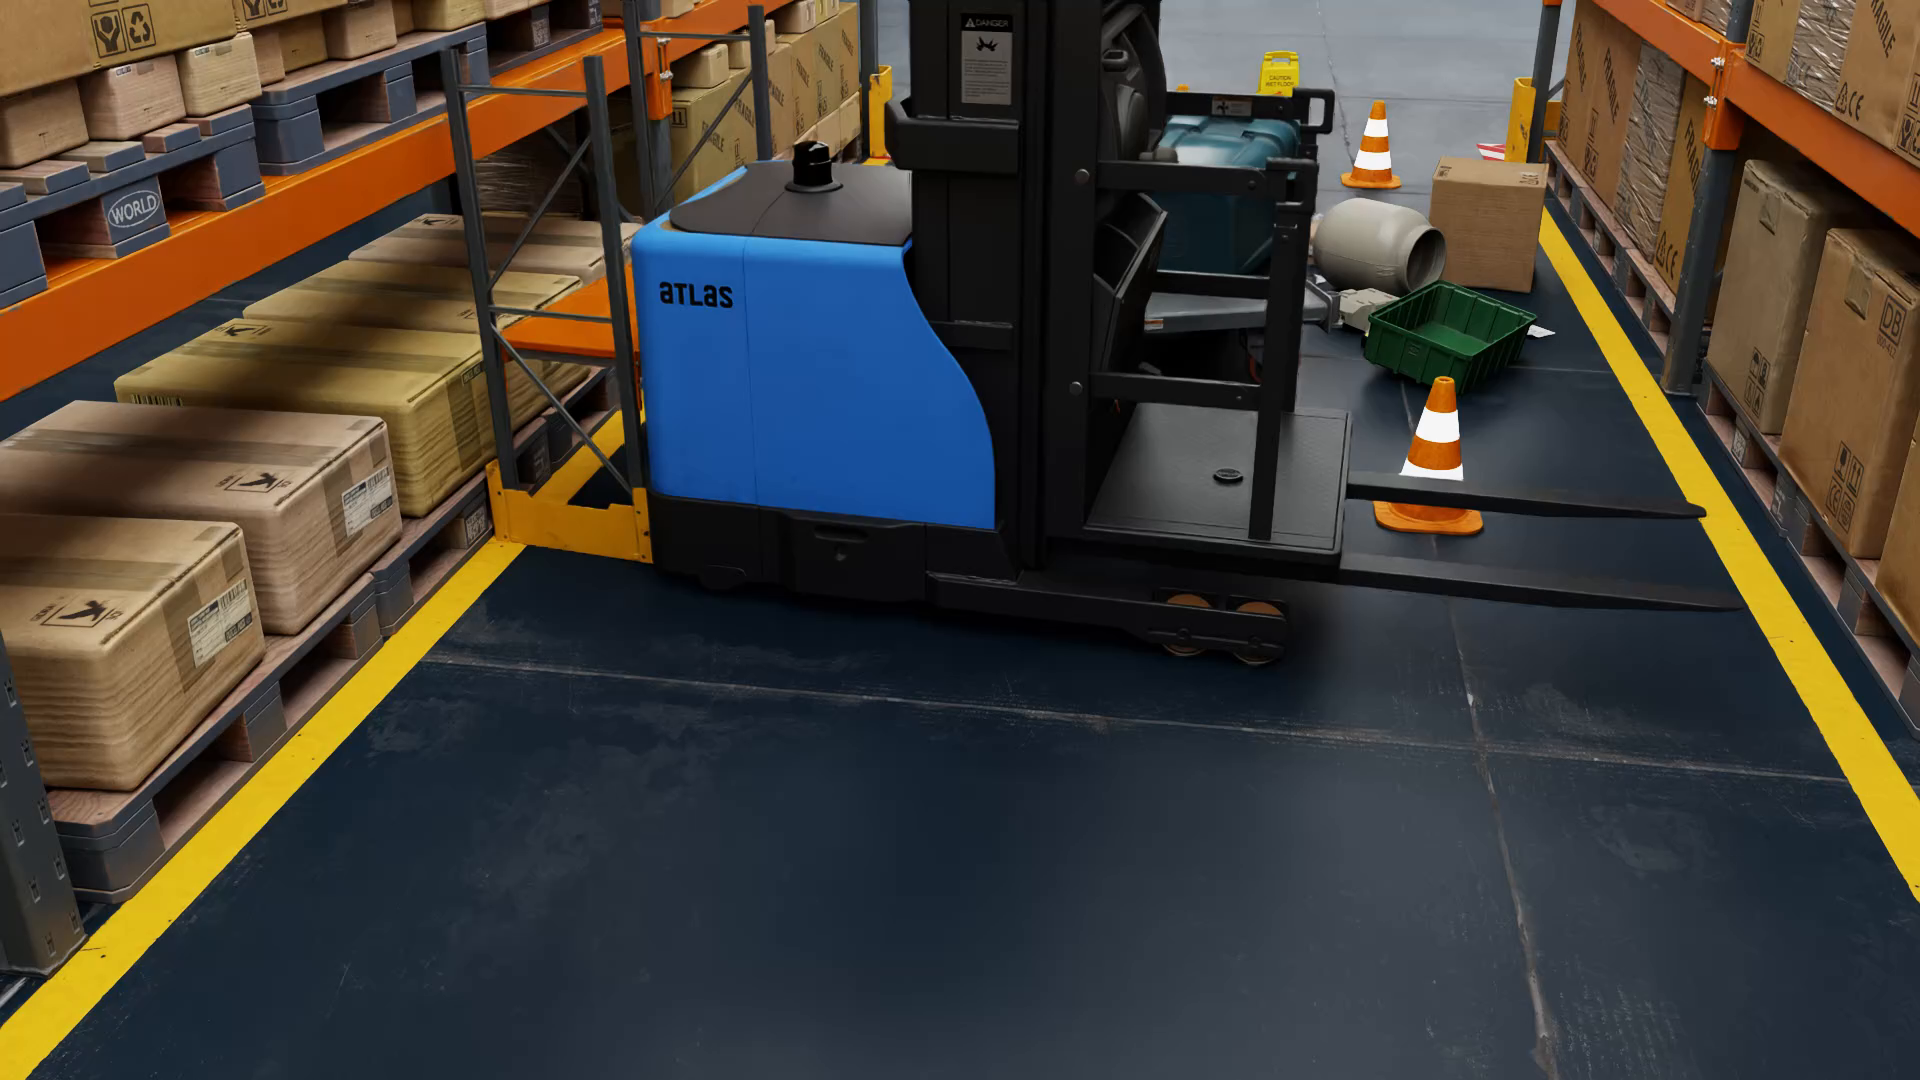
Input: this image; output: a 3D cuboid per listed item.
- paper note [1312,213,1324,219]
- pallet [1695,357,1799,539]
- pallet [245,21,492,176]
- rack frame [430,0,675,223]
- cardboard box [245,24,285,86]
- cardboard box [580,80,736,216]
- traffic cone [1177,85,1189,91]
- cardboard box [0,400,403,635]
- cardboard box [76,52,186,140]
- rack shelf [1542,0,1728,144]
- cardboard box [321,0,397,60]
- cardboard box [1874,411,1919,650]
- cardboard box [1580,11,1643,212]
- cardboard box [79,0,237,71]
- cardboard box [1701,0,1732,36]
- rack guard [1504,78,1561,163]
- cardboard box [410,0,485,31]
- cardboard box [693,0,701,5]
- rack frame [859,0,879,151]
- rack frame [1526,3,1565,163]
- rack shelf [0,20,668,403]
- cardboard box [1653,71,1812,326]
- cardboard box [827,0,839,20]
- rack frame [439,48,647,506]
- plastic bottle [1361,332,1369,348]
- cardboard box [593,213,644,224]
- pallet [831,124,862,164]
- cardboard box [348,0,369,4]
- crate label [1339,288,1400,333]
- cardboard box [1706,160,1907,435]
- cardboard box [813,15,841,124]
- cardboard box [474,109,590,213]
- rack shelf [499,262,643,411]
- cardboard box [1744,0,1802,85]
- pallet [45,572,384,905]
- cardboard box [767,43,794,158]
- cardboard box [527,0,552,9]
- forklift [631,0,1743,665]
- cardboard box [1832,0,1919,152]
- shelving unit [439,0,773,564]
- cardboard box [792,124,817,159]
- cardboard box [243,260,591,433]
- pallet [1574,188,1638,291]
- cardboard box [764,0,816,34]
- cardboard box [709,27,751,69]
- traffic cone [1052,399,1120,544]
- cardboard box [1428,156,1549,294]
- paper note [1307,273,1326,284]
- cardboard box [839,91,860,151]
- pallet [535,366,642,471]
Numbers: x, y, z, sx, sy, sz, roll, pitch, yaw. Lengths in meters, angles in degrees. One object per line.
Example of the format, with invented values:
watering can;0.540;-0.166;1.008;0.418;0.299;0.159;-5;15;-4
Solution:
paper note;1.964;-1.711;8.871;0.144;0.017;0.142;13;28;26
pallet;3.183;-0.313;5.671;1.003;0.211;1.213;4;25;9
pallet;-2.036;-1.276;4.664;1.003;0.211;1.213;4;25;9
rack frame;-1.665;-2.205;6.422;1.000;3.000;0.127;4;25;9
cardboard box;-1.885;-1.178;4.030;0.380;0.149;0.250;6;26;12
cardboard box;-1.302;-1.718;7.245;0.500;0.500;0.500;5;26;11
traffic cone;1.342;-2.525;10.099;0.336;0.463;0.334;4;25;9
cardboard box;-2.104;-0.077;4.480;0.950;0.372;0.625;4;25;8
cardboard box;-1.913;-0.959;3.561;0.380;0.149;0.250;2;25;5
rack shelf;3.562;-2.415;7.720;1.077;0.370;4.000;4;25;9
cardboard box;-1.770;-1.404;4.512;0.380;0.149;0.250;5;26;10
cardboard box;2.909;-0.017;3.906;1.050;0.750;0.750;4;25;9
cardboard box;3.701;-2.149;8.313;0.875;0.875;0.875;4;25;8
cardboard box;-1.939;-1.293;3.510;0.500;0.500;0.500;5;26;11
cardboard box;3.283;-2.127;6.080;0.875;0.550;0.550;4;25;9
rack guard;3.893;-2.455;9.905;1.175;0.500;0.348;4;25;9
cardboard box;-1.658;-1.621;4.977;0.380;0.149;0.250;4;25;8
cardboard box;-1.307;-2.310;6.943;0.380;0.149;0.250;5;26;10
rack frame;-1.011;-3.878;9.996;1.000;3.000;0.127;4;25;9
rack frame;3.889;-3.577;9.354;1.000;3.000;0.127;4;25;9
rack shelf;-1.992;-1.043;4.788;1.077;0.370;4.000;4;25;9
cardboard box;3.407;-1.390;6.693;0.875;0.875;0.875;4;25;9
cardboard box;-0.879;-2.945;9.102;0.380;0.149;0.250;5;26;10
rack frame;-1.195;-0.656;4.872;0.500;1.500;0.032;8;27;18
plastic bottle;1.791;-0.794;6.873;0.133;0.061;0.283;-9;27;-19
cardboard box;-1.302;-1.378;7.404;0.500;0.250;0.500;3;25;6
pallet;-1.191;-2.246;9.799;1.003;0.211;1.213;4;25;9
cardboard box;-1.769;-1.724;4.431;0.500;0.500;0.500;3;25;7
crate label;1.764;-0.998;7.222;0.298;0.136;0.250;-14;29;-27
cardboard box;3.222;-0.810;5.600;1.050;0.750;0.750;4;25;8
cardboard box;-0.967;-2.591;9.110;0.500;0.500;0.500;5;26;10
cardboard box;-1.833;-1.756;7.326;0.500;0.500;0.500;4;25;8
rack shelf;-1.025;-0.701;5.382;0.538;0.185;1.000;8;27;18
cardboard box;2.884;-1.748;5.329;0.500;0.500;0.500;4;25;9
pallet;-2.190;0.404;4.138;1.003;0.211;1.213;4;25;9
cardboard box;-1.140;-2.159;8.188;0.500;0.500;0.500;5;26;11
cardboard box;-1.544;-1.828;5.417;0.380;0.149;0.250;4;25;8
forklift;0.656;-1.238;4.437;3.031;2.935;1.130;6;26;13
cardboard box;2.717;-1.328;4.431;0.500;0.500;0.500;4;25;8
shelving unit;-1.031;-0.860;5.298;0.587;1.500;1.083;8;27;18
cardboard box;-1.051;-2.031;8.798;0.500;0.250;0.500;3;25;7
cardboard box;-1.862;-0.685;5.779;0.950;0.372;0.625;6;26;12
pallet;3.633;-1.466;8.132;1.003;0.211;1.213;4;25;9
cardboard box;-0.968;-2.730;8.642;0.380;0.149;0.250;5;26;11
cardboard box;-1.140;-2.275;7.669;0.380;0.149;0.250;5;26;11
traffic cone;0.453;-0.250;5.238;0.336;0.463;0.334;4;25;9
cardboard box;2.476;-1.494;7.848;0.500;0.500;0.500;8;26;18
paper note;1.652;-1.251;7.895;0.172;0.023;0.155;13;28;26
cardboard box;-0.882;-2.456;9.707;0.500;0.250;0.500;4;25;8
pallet;-1.791;-0.616;6.318;1.003;0.211;1.213;4;25;9
